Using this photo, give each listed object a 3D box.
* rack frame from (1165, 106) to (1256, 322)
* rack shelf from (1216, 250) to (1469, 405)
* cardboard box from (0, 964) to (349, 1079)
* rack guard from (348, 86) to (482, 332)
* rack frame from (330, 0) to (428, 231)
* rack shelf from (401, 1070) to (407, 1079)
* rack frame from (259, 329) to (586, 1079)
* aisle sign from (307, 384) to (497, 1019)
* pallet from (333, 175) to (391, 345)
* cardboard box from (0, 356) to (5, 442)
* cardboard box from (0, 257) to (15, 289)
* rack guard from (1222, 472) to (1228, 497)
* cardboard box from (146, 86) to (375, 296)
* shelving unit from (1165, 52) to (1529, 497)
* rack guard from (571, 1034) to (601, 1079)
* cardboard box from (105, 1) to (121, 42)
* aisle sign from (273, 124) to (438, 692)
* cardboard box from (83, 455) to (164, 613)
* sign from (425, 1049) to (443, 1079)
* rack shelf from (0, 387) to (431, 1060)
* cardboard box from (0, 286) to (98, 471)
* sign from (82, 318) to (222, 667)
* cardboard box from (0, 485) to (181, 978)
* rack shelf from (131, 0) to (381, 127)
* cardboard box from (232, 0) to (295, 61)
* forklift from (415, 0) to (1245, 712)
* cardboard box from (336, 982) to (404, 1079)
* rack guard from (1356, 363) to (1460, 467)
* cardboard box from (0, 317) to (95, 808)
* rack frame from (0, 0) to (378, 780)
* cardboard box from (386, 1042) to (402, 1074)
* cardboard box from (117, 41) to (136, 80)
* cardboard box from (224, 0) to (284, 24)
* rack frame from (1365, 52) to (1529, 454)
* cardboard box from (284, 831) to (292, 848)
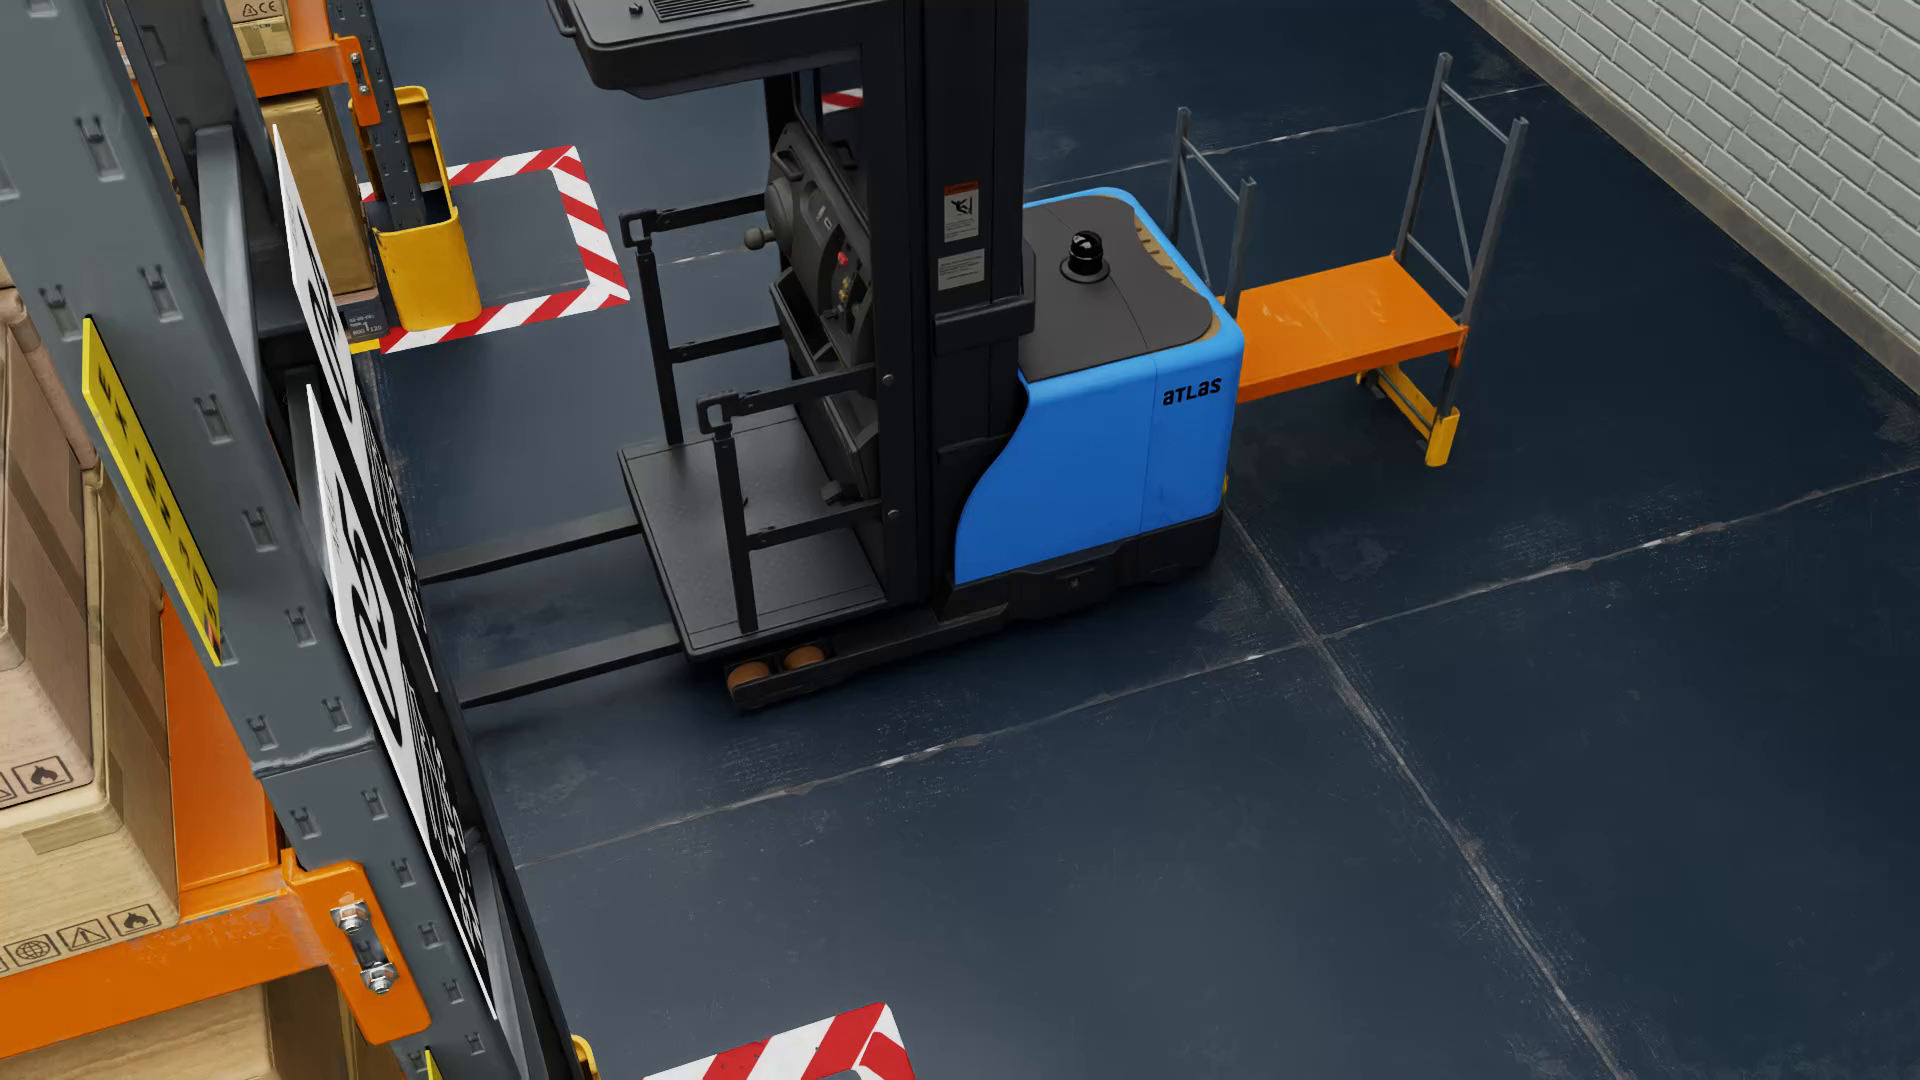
[{"bbox_3d":[0.834,-0.758,5.947,0.032,1.500,0.500,-15,47,-15],"label":"rack frame"},{"bbox_3d":[1.309,-0.760,6.203,1.000,0.185,0.538,-15,47,-15],"label":"rack shelf"},{"bbox_3d":[-1.202,0.747,2.401,0.500,0.500,0.500,-15,47,-15],"label":"cardboard box"},{"bbox_3d":[-2.423,-1.487,7.379,0.348,0.500,1.175,-14,47,-14],"label":"rack guard"},{"bbox_3d":[-2.445,-2.364,6.488,0.127,3.000,1.000,-14,47,-14],"label":"rack frame"},{"bbox_3d":[-2.737,1.700,2.946,4.000,0.370,1.077,-14,47,-14],"label":"rack shelf"},{"bbox_3d":[-0.856,0.965,3.171,0.127,3.000,1.000,-14,47,-14],"label":"rack frame"},{"bbox_3d":[-0.686,0.229,2.068,0.004,0.787,0.394,-14,47,-14],"label":"aisle sign"},{"bbox_3d":[-3.171,-1.135,7.232,1.213,0.211,1.003,-14,47,-14],"label":"pallet"},{"bbox_3d":[-1.069,-0.083,1.568,0.250,0.149,0.380,-15,47,-14],"label":"cardboard box"},{"bbox_3d":[-1.238,-0.432,1.917,0.250,0.149,0.380,-15,47,-14],"label":"cardboard box"},{"bbox_3d":[0.852,-0.322,6.395,0.087,0.250,0.587,-15,47,-15],"label":"rack guard"},{"bbox_3d":[-3.020,-1.555,6.885,0.875,0.875,0.875,-14,47,-14],"label":"cardboard box"},{"bbox_3d":[1.317,-0.889,6.077,1.083,1.500,0.587,-15,47,-15],"label":"shelving unit"},{"bbox_3d":[-0.928,1.865,4.038,0.348,0.500,1.175,-14,47,-14],"label":"rack guard"},{"bbox_3d":[-3.288,-2.001,6.022,0.500,0.250,0.500,-15,47,-15],"label":"cardboard box"},{"bbox_3d":[-0.889,-0.170,2.466,0.004,0.787,0.394,-14,47,-14],"label":"aisle sign"},{"bbox_3d":[-1.365,-0.103,2.223,0.500,0.250,0.500,-13,46,-12],"label":"cardboard box"},{"bbox_3d":[-0.687,0.819,2.275,0.005,0.325,0.100,-14,47,-14],"label":"sign"},{"bbox_3d":[-2.737,0.641,1.884,4.000,0.370,1.077,-14,47,-14],"label":"rack shelf"},{"bbox_3d":[-1.367,-0.283,2.049,0.500,0.250,0.500,-14,47,-13],"label":"cardboard box"},{"bbox_3d":[-0.687,-0.032,1.421,0.005,0.325,0.100,-14,47,-14],"label":"sign"},{"bbox_3d":[-1.194,0.245,1.877,0.500,0.250,0.500,-15,47,-15],"label":"cardboard box"},{"bbox_3d":[-4.326,-1.629,6.264,4.000,0.370,1.077,-14,47,-14],"label":"rack shelf"},{"bbox_3d":[-2.668,-1.970,6.273,0.250,0.149,0.380,-14,47,-13],"label":"cardboard box"},{"bbox_3d":[-0.622,-0.884,5.062,3.031,2.935,1.130,-15,47,-15],"label":"forklift"},{"bbox_3d":[-1.191,1.104,2.751,0.500,0.500,0.500,-13,47,-13],"label":"cardboard box"},{"bbox_3d":[1.783,-0.574,6.646,0.087,0.250,0.587,-15,47,-15],"label":"rack guard"},{"bbox_3d":[-1.203,0.063,1.705,0.500,0.250,0.500,-16,47,-15],"label":"cardboard box"},{"bbox_3d":[-0.856,-1.153,1.046,0.127,3.000,1.000,-14,47,-14],"label":"rack frame"},{"bbox_3d":[-1.372,0.748,3.106,0.500,0.500,0.500,-12,46,-12],"label":"cardboard box"},{"bbox_3d":[-3.150,-1.847,6.150,0.250,0.149,0.380,-14,47,-14],"label":"cardboard box"},{"bbox_3d":[-2.811,-2.123,6.144,0.500,0.250,0.500,-15,47,-14],"label":"cardboard box"},{"bbox_3d":[1.784,-1.016,6.203,0.032,1.500,0.500,-15,47,-15],"label":"rack frame"},{"bbox_3d":[-1.369,0.403,2.744,0.500,0.500,0.500,-15,47,-14],"label":"cardboard box"}]
